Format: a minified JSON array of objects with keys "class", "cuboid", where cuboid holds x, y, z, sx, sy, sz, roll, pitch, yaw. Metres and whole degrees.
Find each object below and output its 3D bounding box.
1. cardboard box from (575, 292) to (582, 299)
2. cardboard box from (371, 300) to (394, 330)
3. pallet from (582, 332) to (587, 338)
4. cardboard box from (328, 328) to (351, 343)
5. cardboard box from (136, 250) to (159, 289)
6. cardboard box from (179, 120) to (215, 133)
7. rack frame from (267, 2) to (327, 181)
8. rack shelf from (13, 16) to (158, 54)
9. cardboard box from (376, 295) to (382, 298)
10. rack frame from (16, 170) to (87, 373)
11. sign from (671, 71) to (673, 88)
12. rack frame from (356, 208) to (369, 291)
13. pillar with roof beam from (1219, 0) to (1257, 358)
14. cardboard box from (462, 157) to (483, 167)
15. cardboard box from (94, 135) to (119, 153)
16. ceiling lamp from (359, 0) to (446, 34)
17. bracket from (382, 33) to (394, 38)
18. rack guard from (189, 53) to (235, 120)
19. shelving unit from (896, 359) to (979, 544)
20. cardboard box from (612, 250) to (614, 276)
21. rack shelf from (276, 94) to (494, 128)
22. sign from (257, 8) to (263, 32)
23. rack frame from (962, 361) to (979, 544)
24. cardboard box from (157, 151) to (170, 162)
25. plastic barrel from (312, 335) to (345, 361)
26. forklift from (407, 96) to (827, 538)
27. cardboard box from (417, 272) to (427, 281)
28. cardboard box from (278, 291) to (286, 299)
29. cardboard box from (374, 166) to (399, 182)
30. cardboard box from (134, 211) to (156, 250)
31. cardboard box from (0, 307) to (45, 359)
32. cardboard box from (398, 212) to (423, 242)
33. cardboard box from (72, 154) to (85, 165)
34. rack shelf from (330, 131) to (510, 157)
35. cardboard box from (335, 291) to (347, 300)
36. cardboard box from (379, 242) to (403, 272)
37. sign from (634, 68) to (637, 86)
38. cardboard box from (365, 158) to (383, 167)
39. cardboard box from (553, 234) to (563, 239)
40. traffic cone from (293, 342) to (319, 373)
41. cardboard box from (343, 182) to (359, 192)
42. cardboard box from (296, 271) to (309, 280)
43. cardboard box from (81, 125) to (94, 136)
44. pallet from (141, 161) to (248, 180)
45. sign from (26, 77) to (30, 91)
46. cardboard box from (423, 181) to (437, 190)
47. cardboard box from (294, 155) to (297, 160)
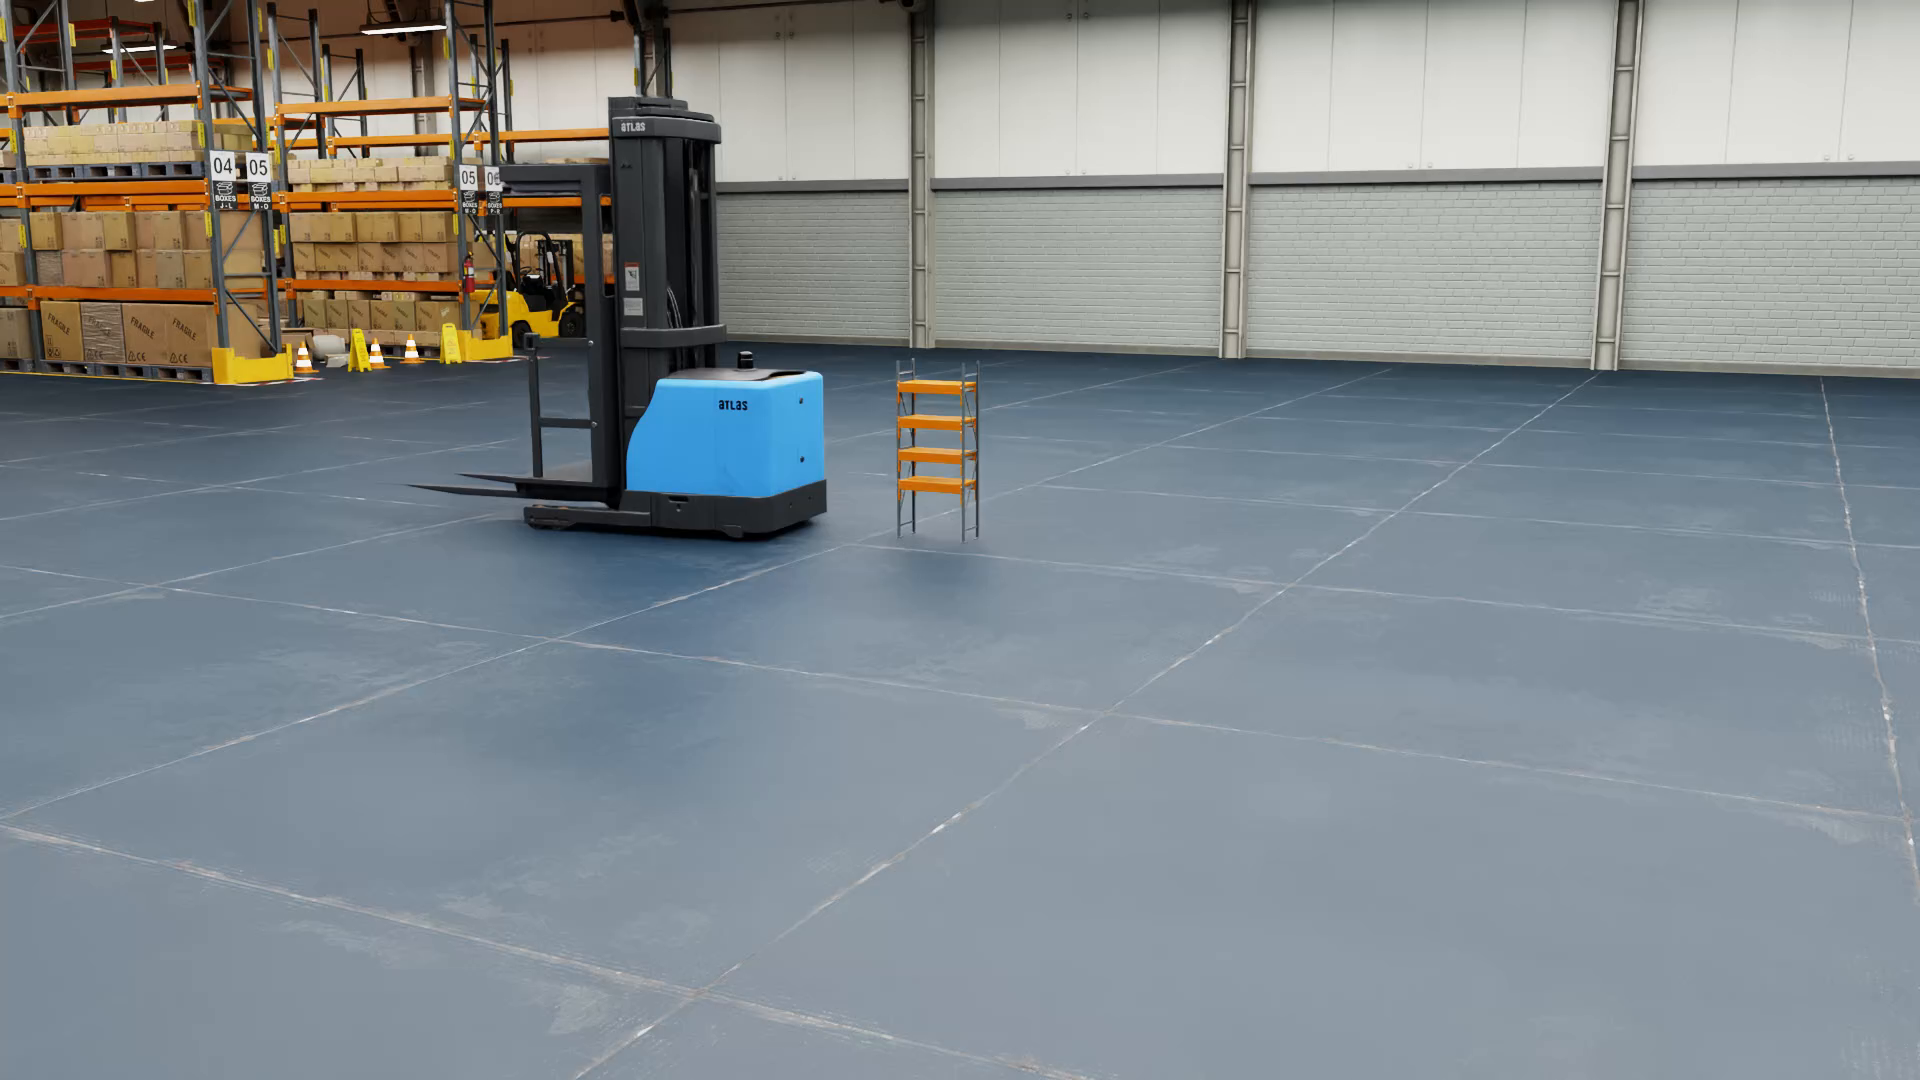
[{"class":"cardboard box","cuboid":[-7.327,-4.768,32.888,0.500,0.250,0.500,5,11,27]},{"class":"cardboard box","cuboid":[-9.804,-3.891,28.744,0.500,0.500,0.500,5,11,24]},{"class":"pallet","cuboid":[-7.653,-4.137,33.493,1.213,0.211,1.003,5,11,26]},{"class":"cardboard box","cuboid":[-10.745,-3.605,29.266,0.500,0.250,0.500,6,12,29]},{"class":"cardboard box","cuboid":[-11.453,-3.967,24.305,0.550,0.550,0.875,5,11,26]},{"class":"cardboard box","cuboid":[-10.603,-5.740,23.107,0.250,0.149,0.380,5,11,26]},{"class":"rack frame","cuboid":[-11.638,-7.833,29.242,0.127,3.000,1.000,5,11,26]},{"class":"rack shelf","cuboid":[-17.019,-9.587,31.622,4.000,0.370,1.077,5,11,26]},{"class":"cardboard box","cuboid":[-11.890,-4.926,35.512,0.625,0.625,0.875,5,12,28]},{"class":"rack frame","cuboid":[-13.738,-4.082,25.364,0.127,3.000,1.000,5,11,26]},{"class":"sign","cuboid":[-5.607,-8.936,32.272,0.005,0.325,0.100,5,11,26]},{"class":"rack frame","cuboid":[-13.034,-5.989,35.897,0.053,2.616,0.949,5,11,26]},{"class":"pillar with roof beam","cuboid":[2.773,-6.876,23.957,0.400,9.000,9.100,5,11,26]},{"class":"cardboard box","cuboid":[-8.280,-6.371,28.053,0.250,0.149,0.380,5,11,25]},{"class":"cardboard box","cuboid":[-12.063,-5.685,23.920,0.500,0.250,0.500,5,11,26]},{"class":"ceiling lamp","cuboid":[-10.294,-11.136,31.104,2.000,3.185,0.800,5,11,26]},{"class":"bracket","cuboid":[-11.994,-10.730,35.140,0.430,0.232,0.235,5,11,26]},{"class":"rack guard","cuboid":[-21.782,-6.748,31.672,4.258,6.000,15.961,5,11,26]},{"class":"shelving unit","cuboid":[-0.148,-0.603,11.195,0.503,1.200,0.258,5,11,26]},{"class":"cardboard box","cuboid":[-6.416,-5.405,32.390,0.500,0.500,0.500,5,11,25]},{"class":"rack shelf","cuboid":[-9.845,-7.320,28.435,4.000,0.370,1.077,5,11,26]},{"class":"sign","cuboid":[-9.900,-7.345,23.478,0.005,0.325,0.100,5,11,26]},{"class":"rack frame","cuboid":[0.070,-0.584,11.089,0.015,1.200,0.240,5,11,26]},{"class":"cardboard box","cuboid":[-11.055,-5.388,23.399,0.250,0.149,0.380,5,11,27]},{"class":"plastic barrel","cuboid":[-10.573,-3.219,27.827,0.512,0.421,0.421,-4,11,-23]},{"class":"forklift","cuboid":[-2.529,-1.591,11.793,3.031,2.935,1.130,4,11,20]},{"class":"cardboard box","cuboid":[-8.978,-4.463,28.174,0.250,0.149,0.380,5,11,25]},{"class":"cardboard box","cuboid":[-14.962,-5.420,36.772,0.250,0.149,0.380,5,11,26]},{"class":"cardboard box","cuboid":[-9.547,-6.192,28.181,0.500,0.250,0.500,5,12,27]},{"class":"cardboard box","cuboid":[-11.443,-4.502,24.230,0.550,0.550,0.875,5,11,26]},{"class":"cardboard box","cuboid":[-14.334,-3.217,25.718,0.750,0.750,1.050,5,11,26]},{"class":"cardboard box","cuboid":[-9.056,-5.300,28.167,0.500,0.500,0.700,5,11,26]},{"class":"cardboard box","cuboid":[-12.649,-5.528,24.173,0.250,0.149,0.380,5,11,25]},{"class":"rack shelf","cuboid":[-11.239,-8.233,34.594,4.000,0.370,1.077,5,11,26]},{"class":"cardboard box","cuboid":[-10.681,-4.273,29.034,0.250,0.149,0.380,6,12,28]},{"class":"cardboard box","cuboid":[-9.554,-4.840,28.435,0.500,0.500,0.500,5,11,26]},{"class":"sign","cuboid":[-6.111,-8.724,31.319,0.005,0.325,0.100,5,11,26]},{"class":"cardboard box","cuboid":[-9.875,-6.405,28.243,0.250,0.149,0.380,5,12,27]},{"class":"cardboard box","cuboid":[-7.869,-6.011,33.080,0.250,0.149,0.380,5,11,26]},{"class":"traffic cone","cuboid":[-9.999,-2.787,25.333,0.334,0.463,0.336,5,11,26]},{"class":"cardboard box","cuboid":[-10.350,-6.054,28.540,0.250,0.149,0.380,5,11,25]},{"class":"cardboard box","cuboid":[-11.498,-4.681,29.378,0.250,0.149,0.380,5,11,26]},{"class":"cardboard box","cuboid":[-12.420,-5.900,23.990,0.250,0.149,0.380,5,11,26]},{"class":"pallet","cuboid":[-10.821,-5.256,23.677,1.213,0.211,1.003,5,11,26]},{"class":"sign","cuboid":[-18.583,-9.050,33.119,0.005,0.325,0.100,5,11,26]},{"class":"cardboard box","cuboid":[-8.732,-5.916,27.778,0.250,0.149,0.380,5,11,26]},{"class":"cardboard box","cuboid":[-12.436,-6.883,30.257,0.500,0.250,0.500,5,11,25]}]
